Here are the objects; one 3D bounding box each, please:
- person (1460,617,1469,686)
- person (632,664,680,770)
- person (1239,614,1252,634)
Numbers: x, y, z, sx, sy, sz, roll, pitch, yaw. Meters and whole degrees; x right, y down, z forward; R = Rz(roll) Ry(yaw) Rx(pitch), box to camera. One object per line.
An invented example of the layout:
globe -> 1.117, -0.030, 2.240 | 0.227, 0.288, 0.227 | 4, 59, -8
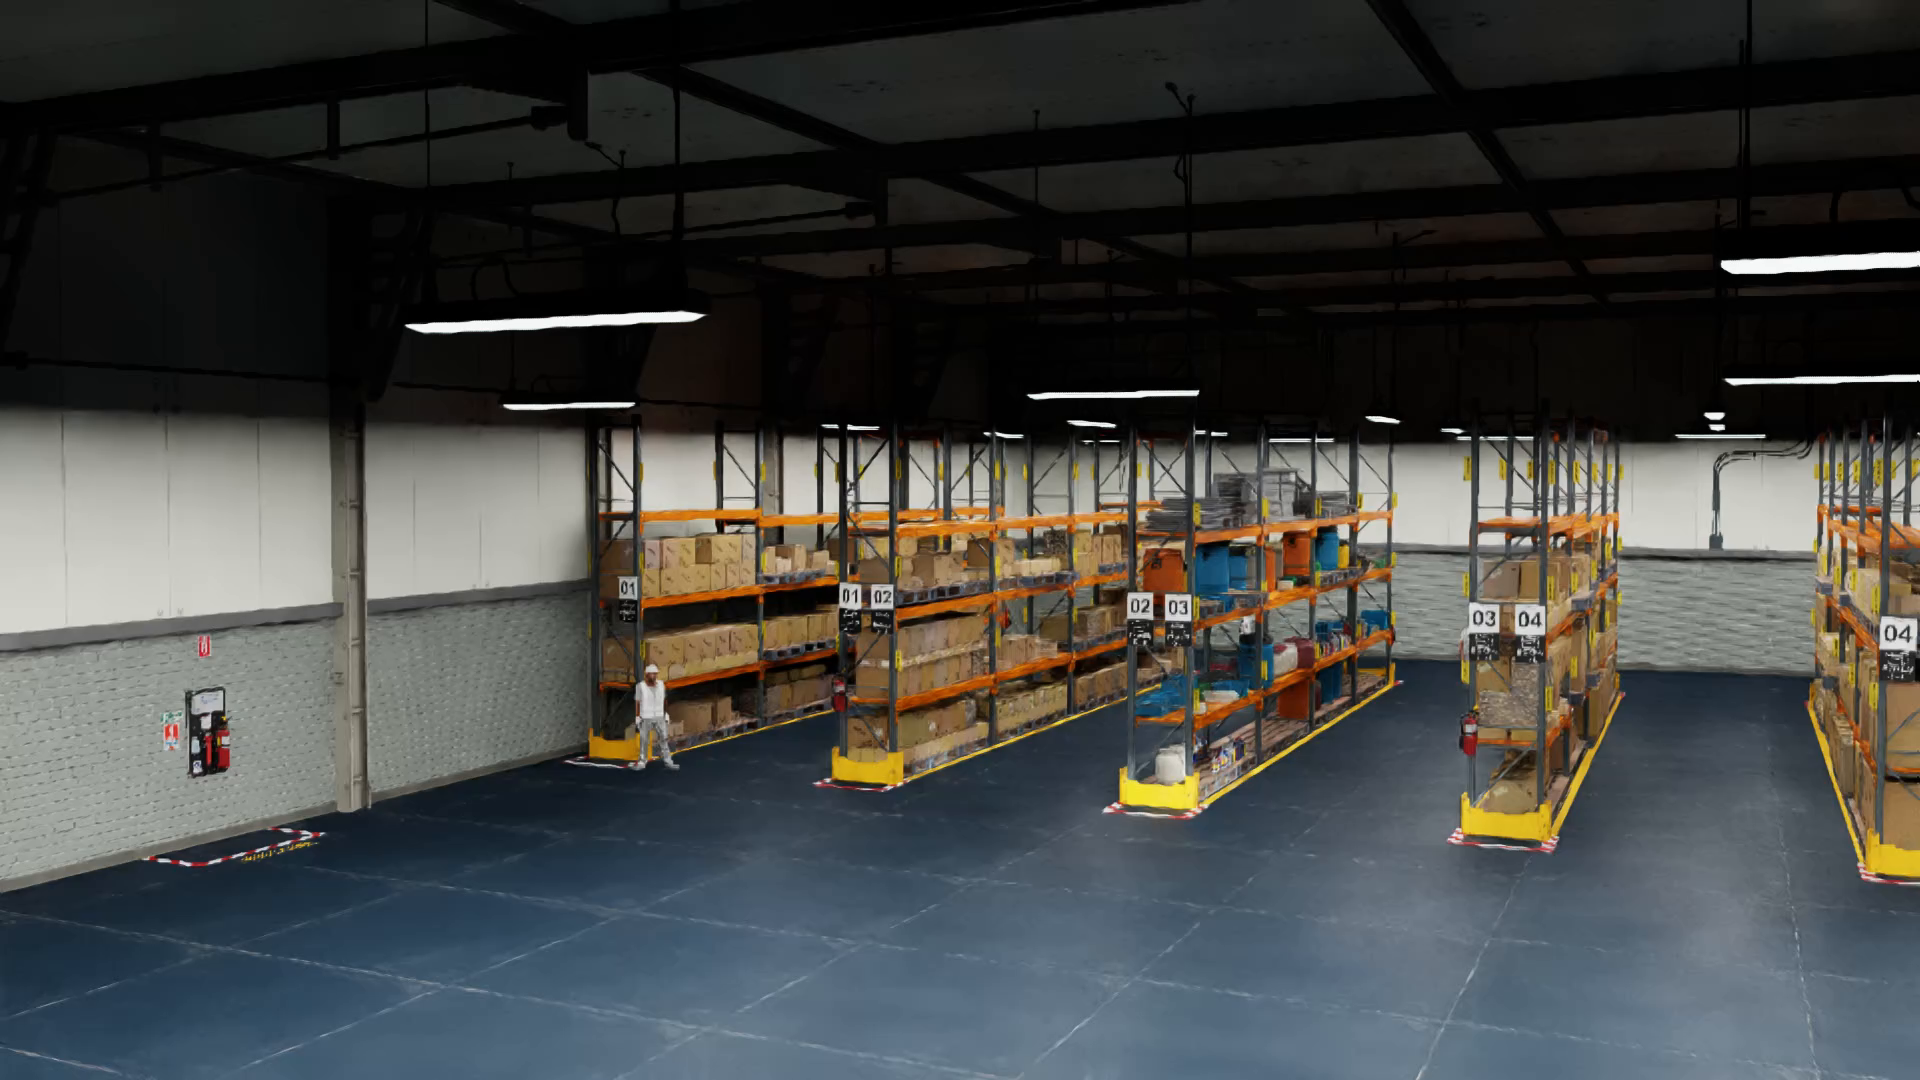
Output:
person -> 11.713, 2.583, 38.082 | 0.542, 1.672, 1.109 | 1, 3, 27
person -> -5.105, 2.957, 27.780 | 0.738, 1.770, 0.575 | -1, 3, -27
person -> 7.092, 2.480, 41.054 | 0.504, 1.669, 0.577 | 1, 2, 13
